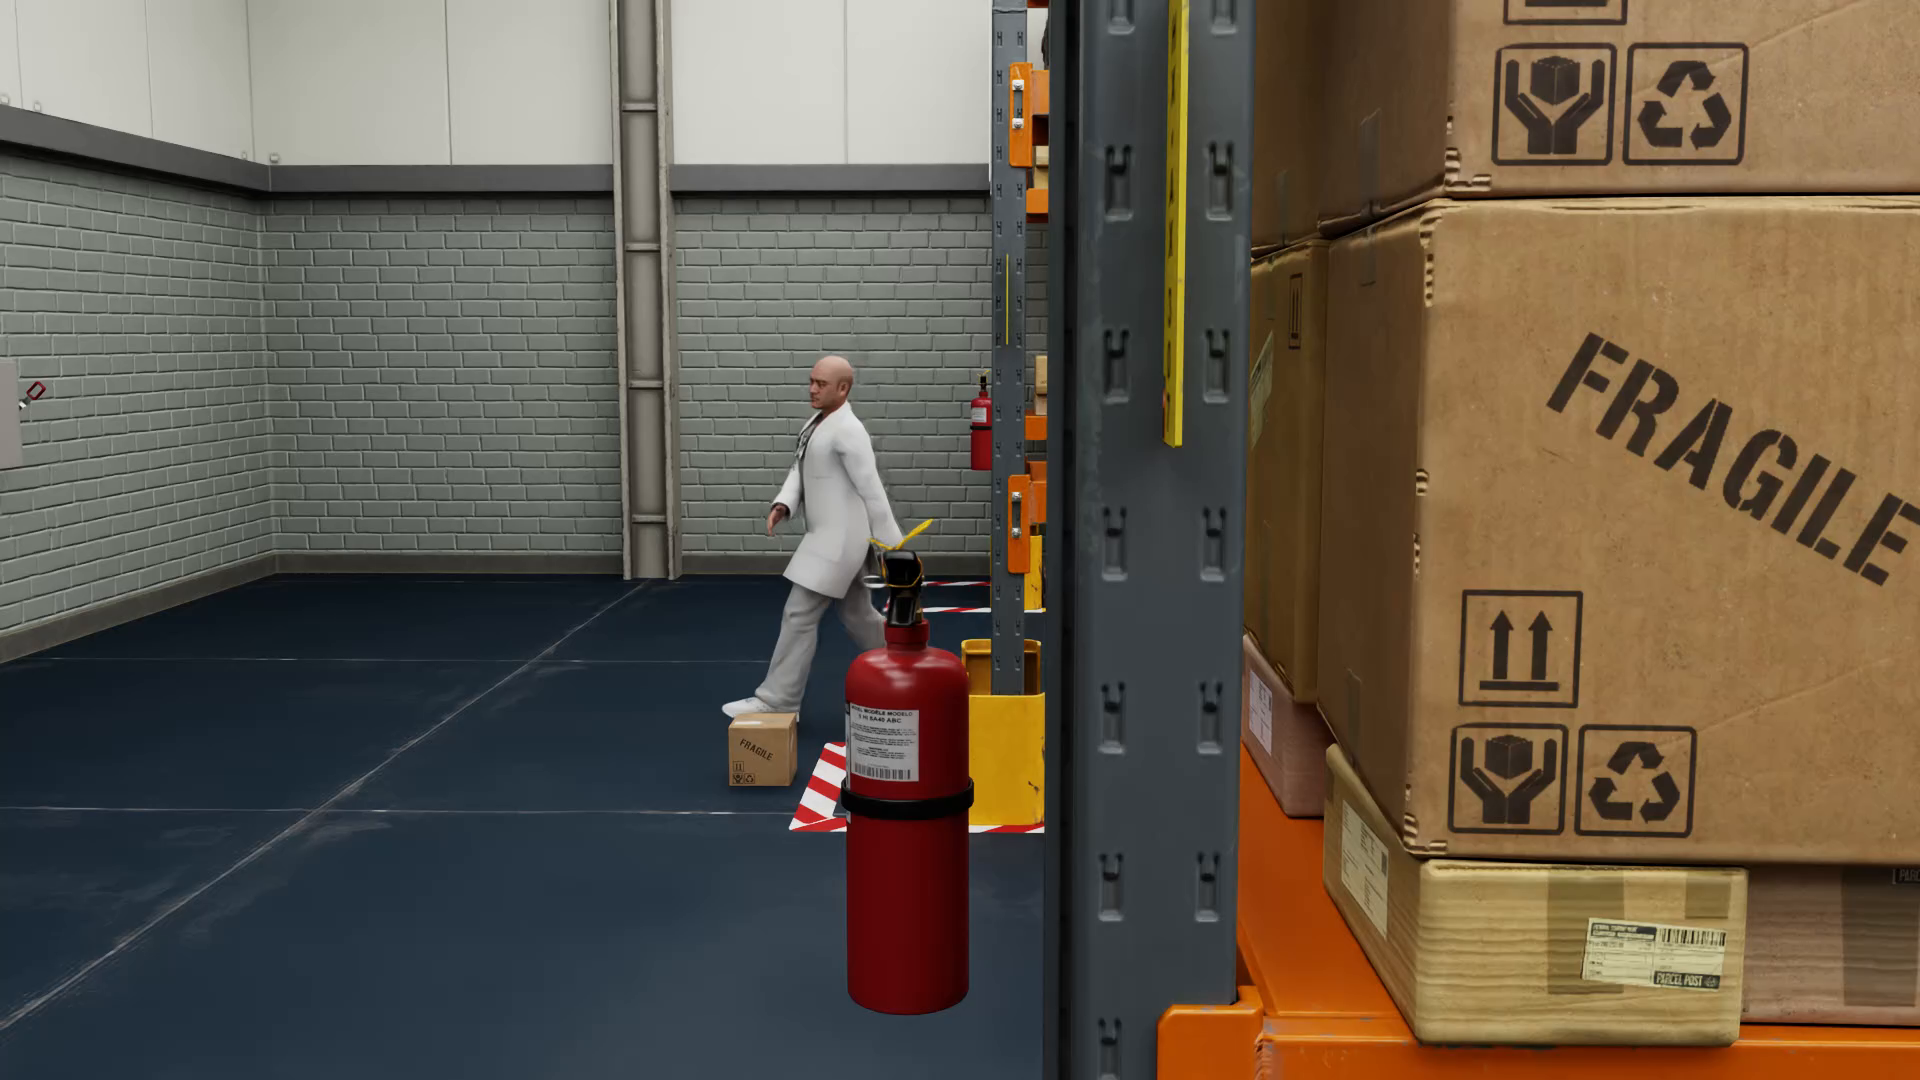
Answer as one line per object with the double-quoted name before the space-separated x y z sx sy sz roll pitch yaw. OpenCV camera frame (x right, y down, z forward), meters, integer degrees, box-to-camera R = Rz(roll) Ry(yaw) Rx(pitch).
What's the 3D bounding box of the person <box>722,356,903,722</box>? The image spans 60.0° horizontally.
"person" -0.595 0.007 7.797 1.058 1.733 0.567 -2 7 -13
